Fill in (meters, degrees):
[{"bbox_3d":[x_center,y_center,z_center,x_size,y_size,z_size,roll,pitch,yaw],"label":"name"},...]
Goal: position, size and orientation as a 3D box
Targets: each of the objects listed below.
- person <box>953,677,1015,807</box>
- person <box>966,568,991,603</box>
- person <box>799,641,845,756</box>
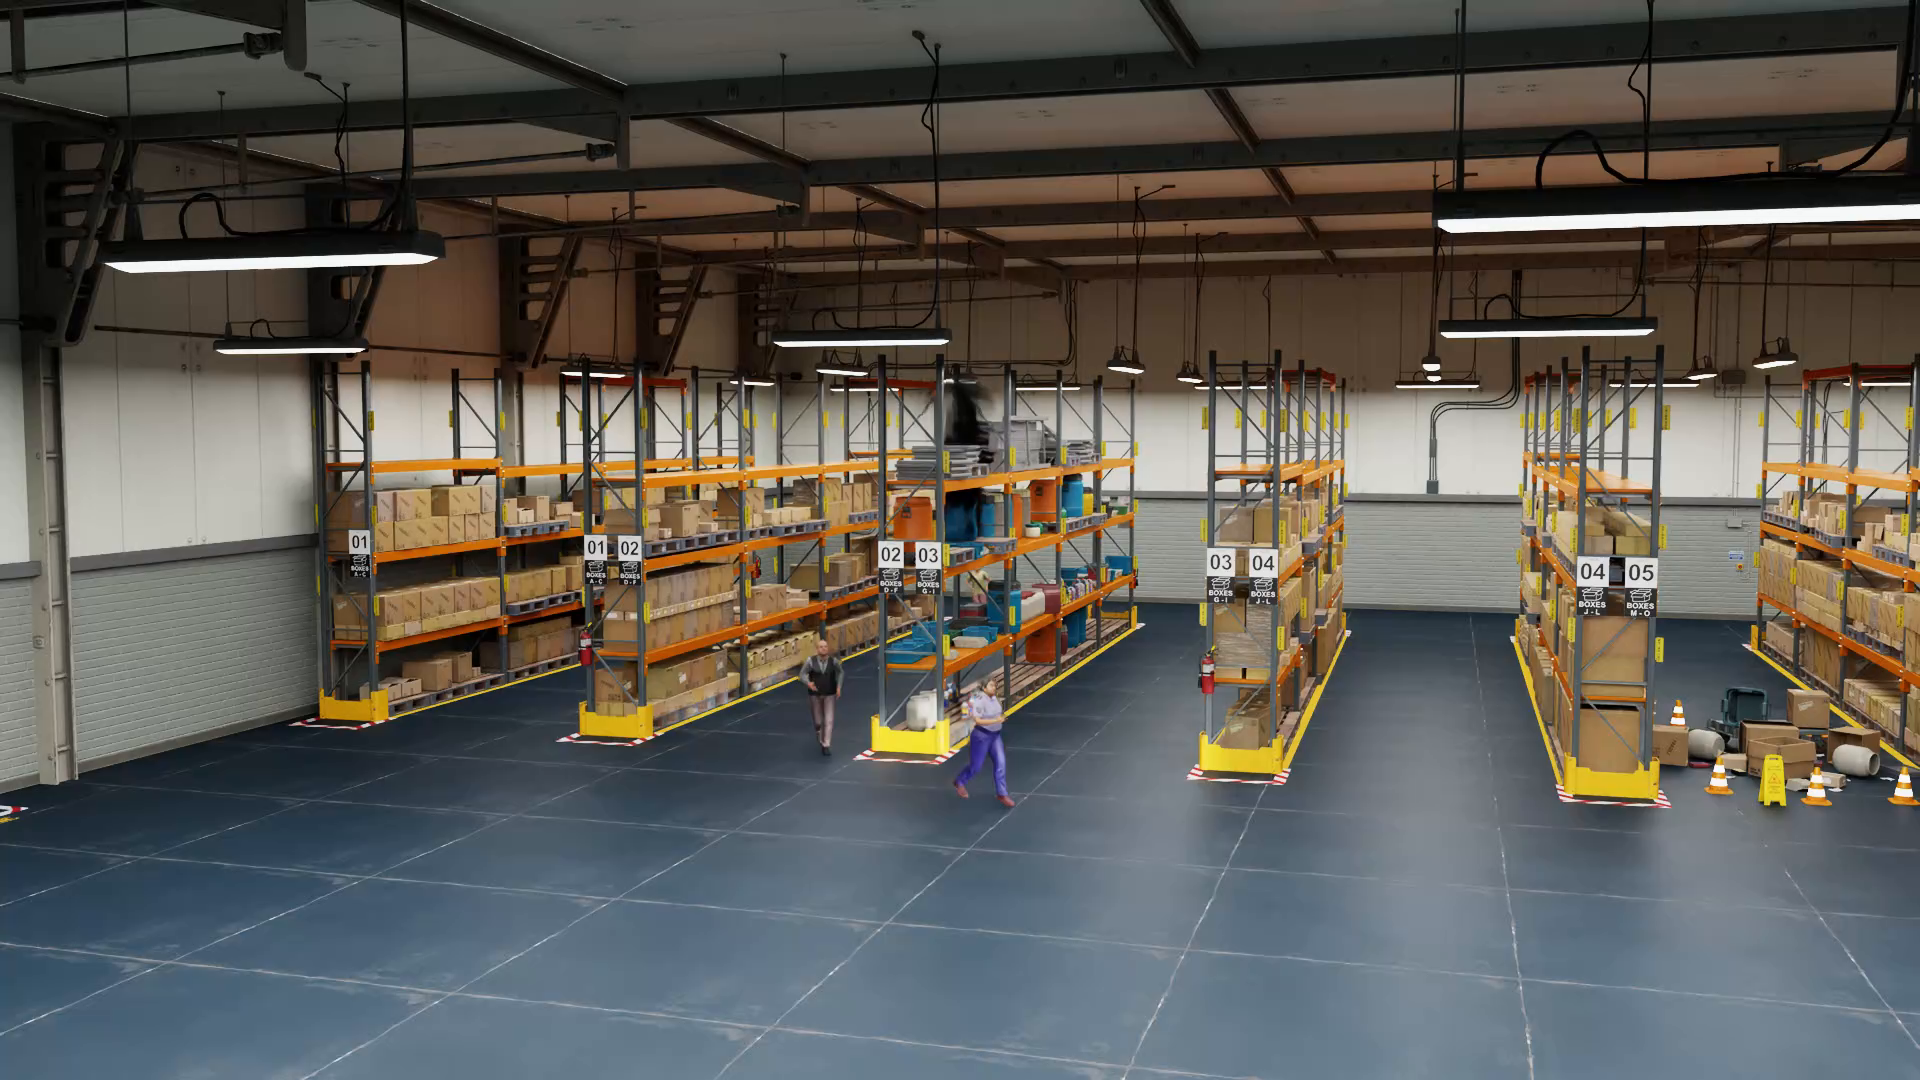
[{"bbox_3d":[0.320,2.606,21.712,0.933,1.652,0.598,3,5,40],"label":"person"},{"bbox_3d":[0.437,1.314,40.279,0.612,1.620,0.531,0,4,3],"label":"person"},{"bbox_3d":[-2.086,2.370,25.203,0.697,1.714,0.749,-1,4,-7],"label":"person"}]
